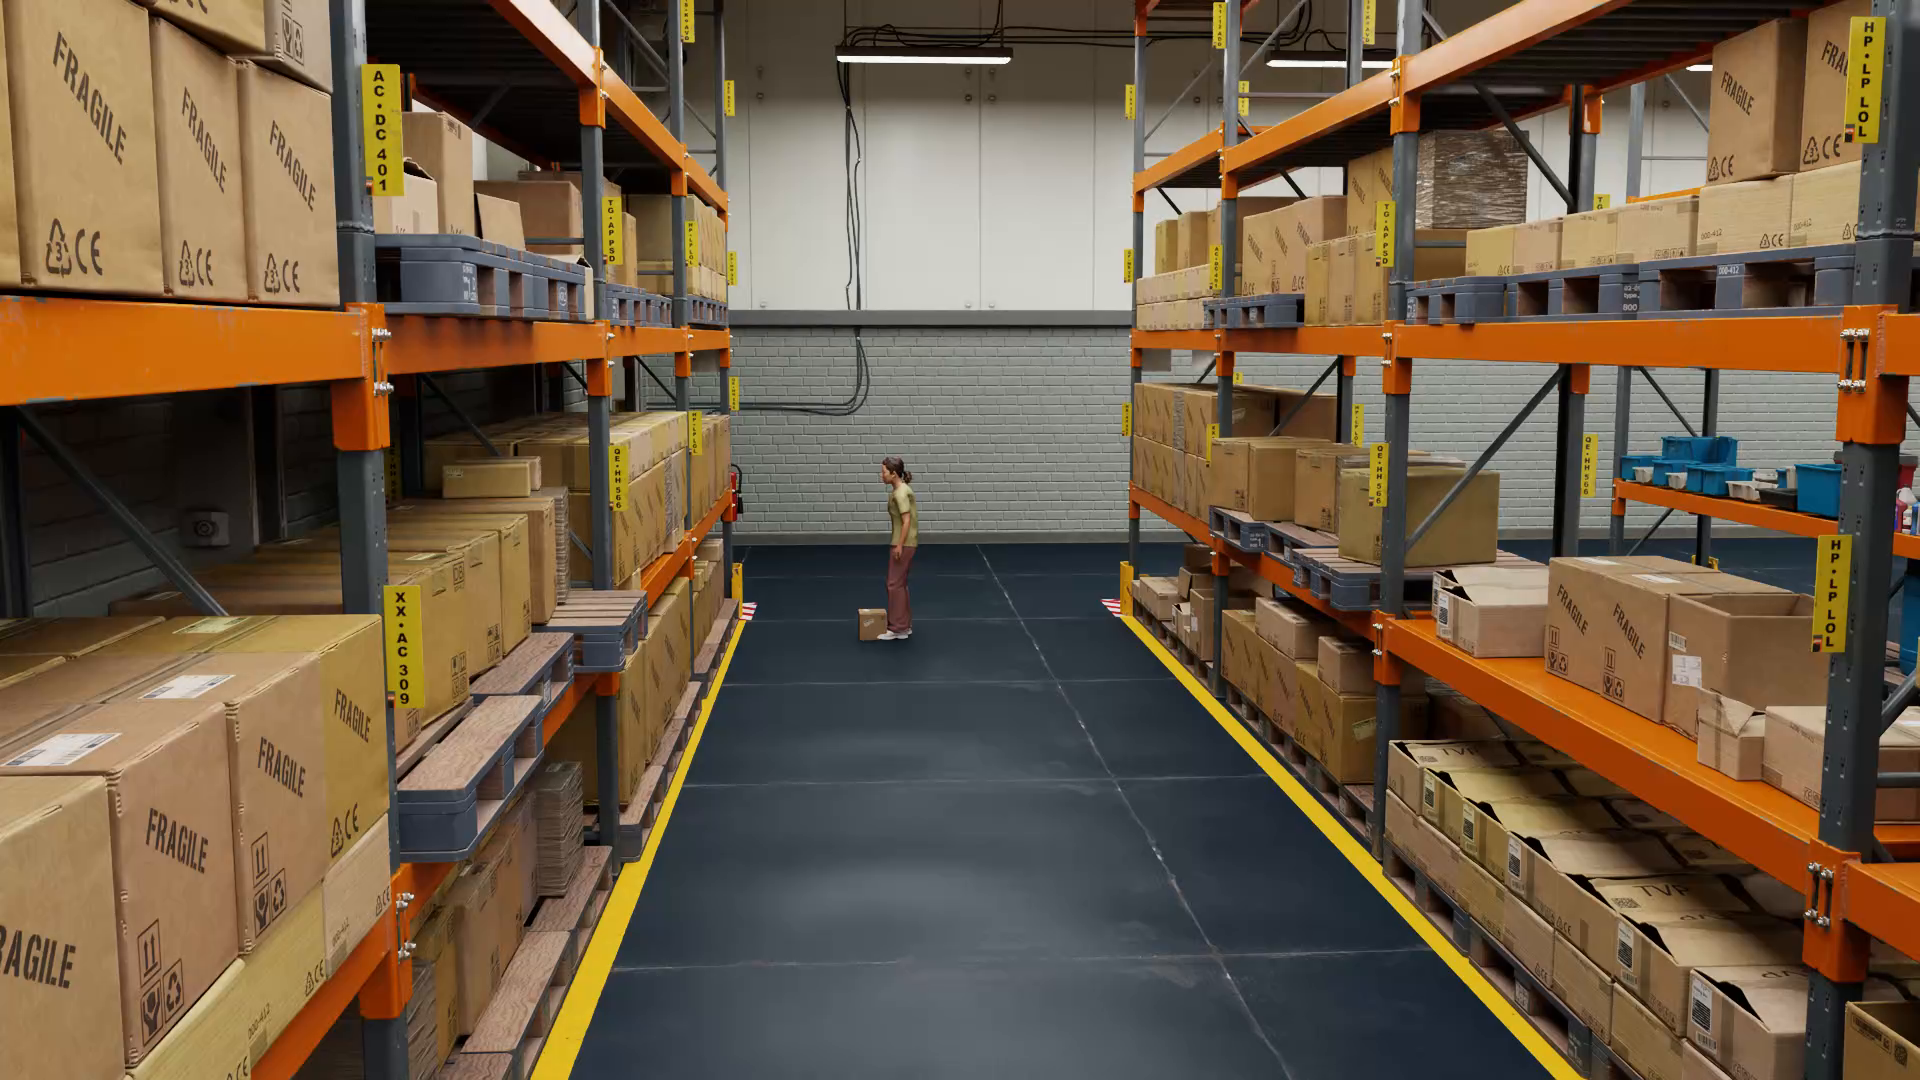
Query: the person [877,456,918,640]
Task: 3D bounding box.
[{"bbox_3d":[-0.582,0.066,15.208,0.405,1.673,0.499,0,7,-3],"label":"person"}]
